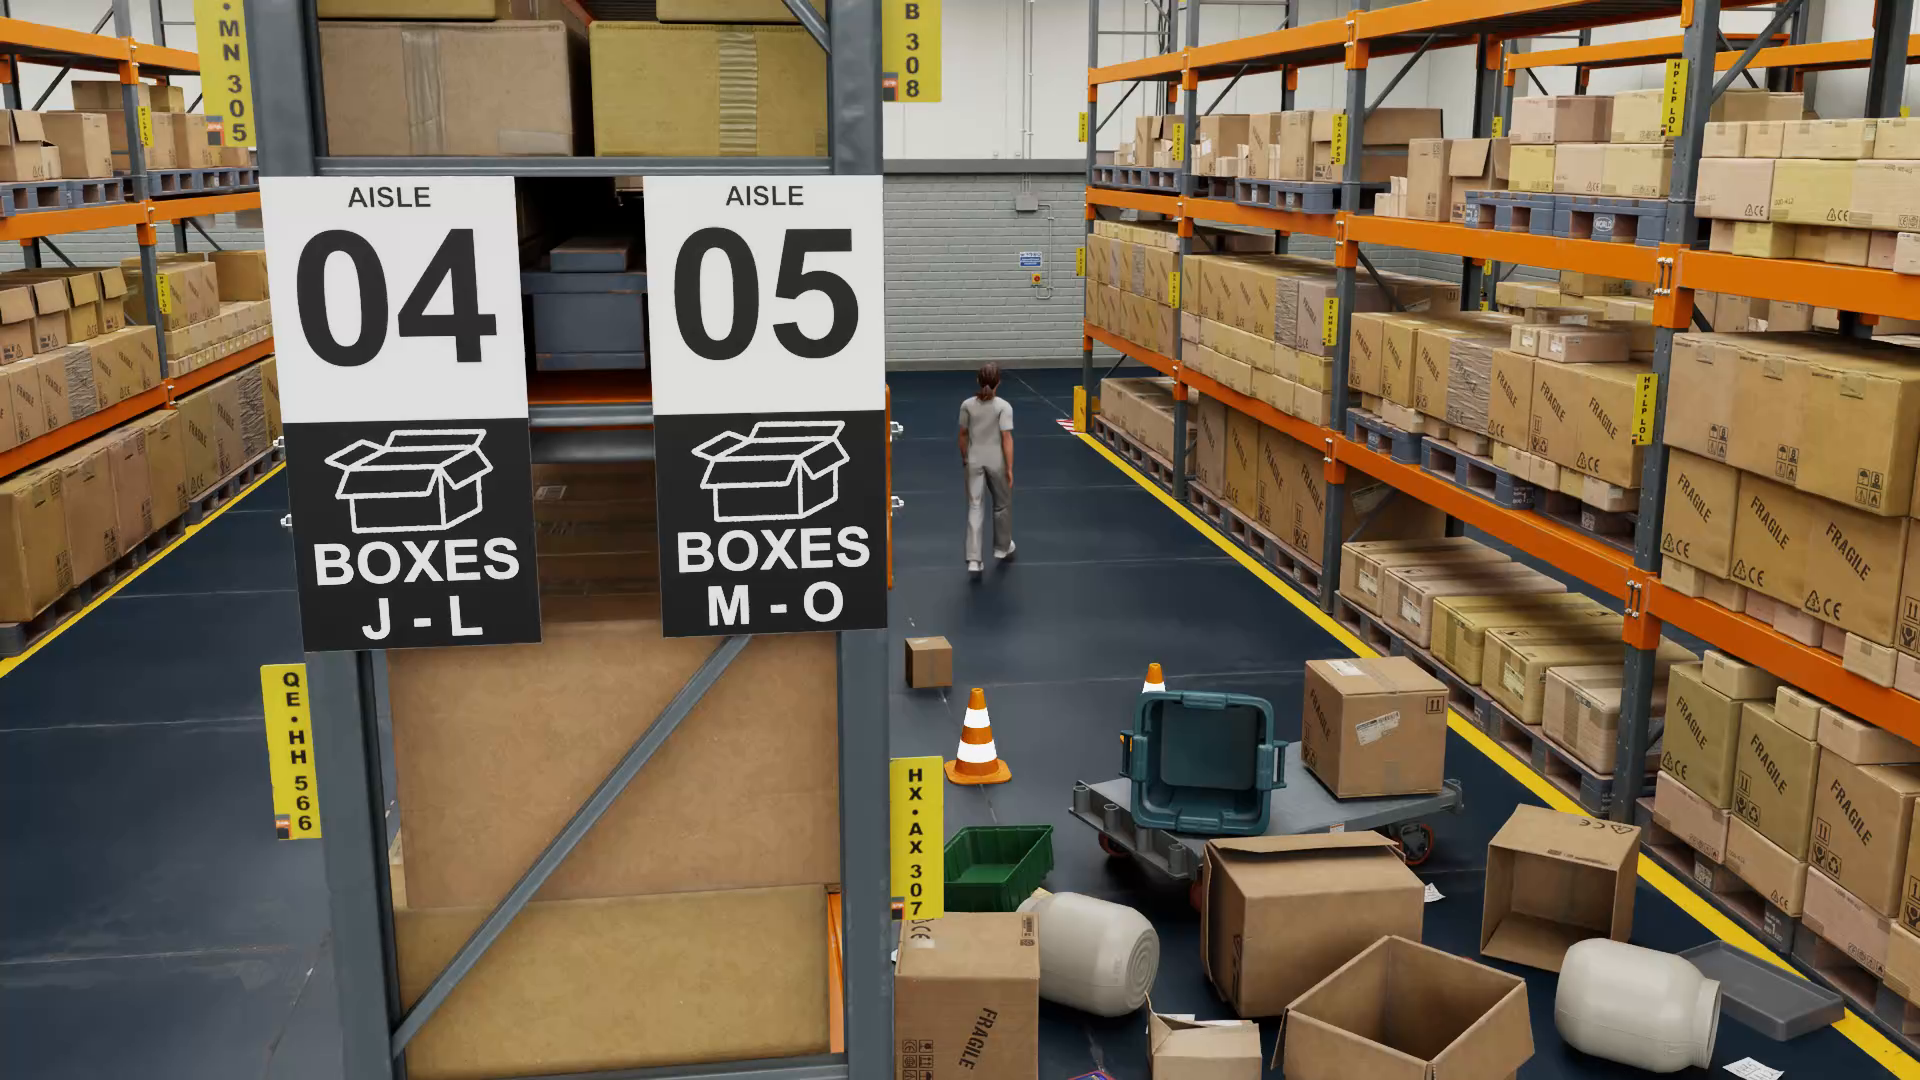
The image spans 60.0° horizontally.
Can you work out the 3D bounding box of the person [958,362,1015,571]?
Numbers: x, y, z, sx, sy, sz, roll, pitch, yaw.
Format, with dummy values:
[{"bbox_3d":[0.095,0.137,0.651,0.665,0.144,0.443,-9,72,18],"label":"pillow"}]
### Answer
[{"bbox_3d":[0.212,-0.594,13.020,0.464,1.615,1.022,3,13,11],"label":"person"}]
